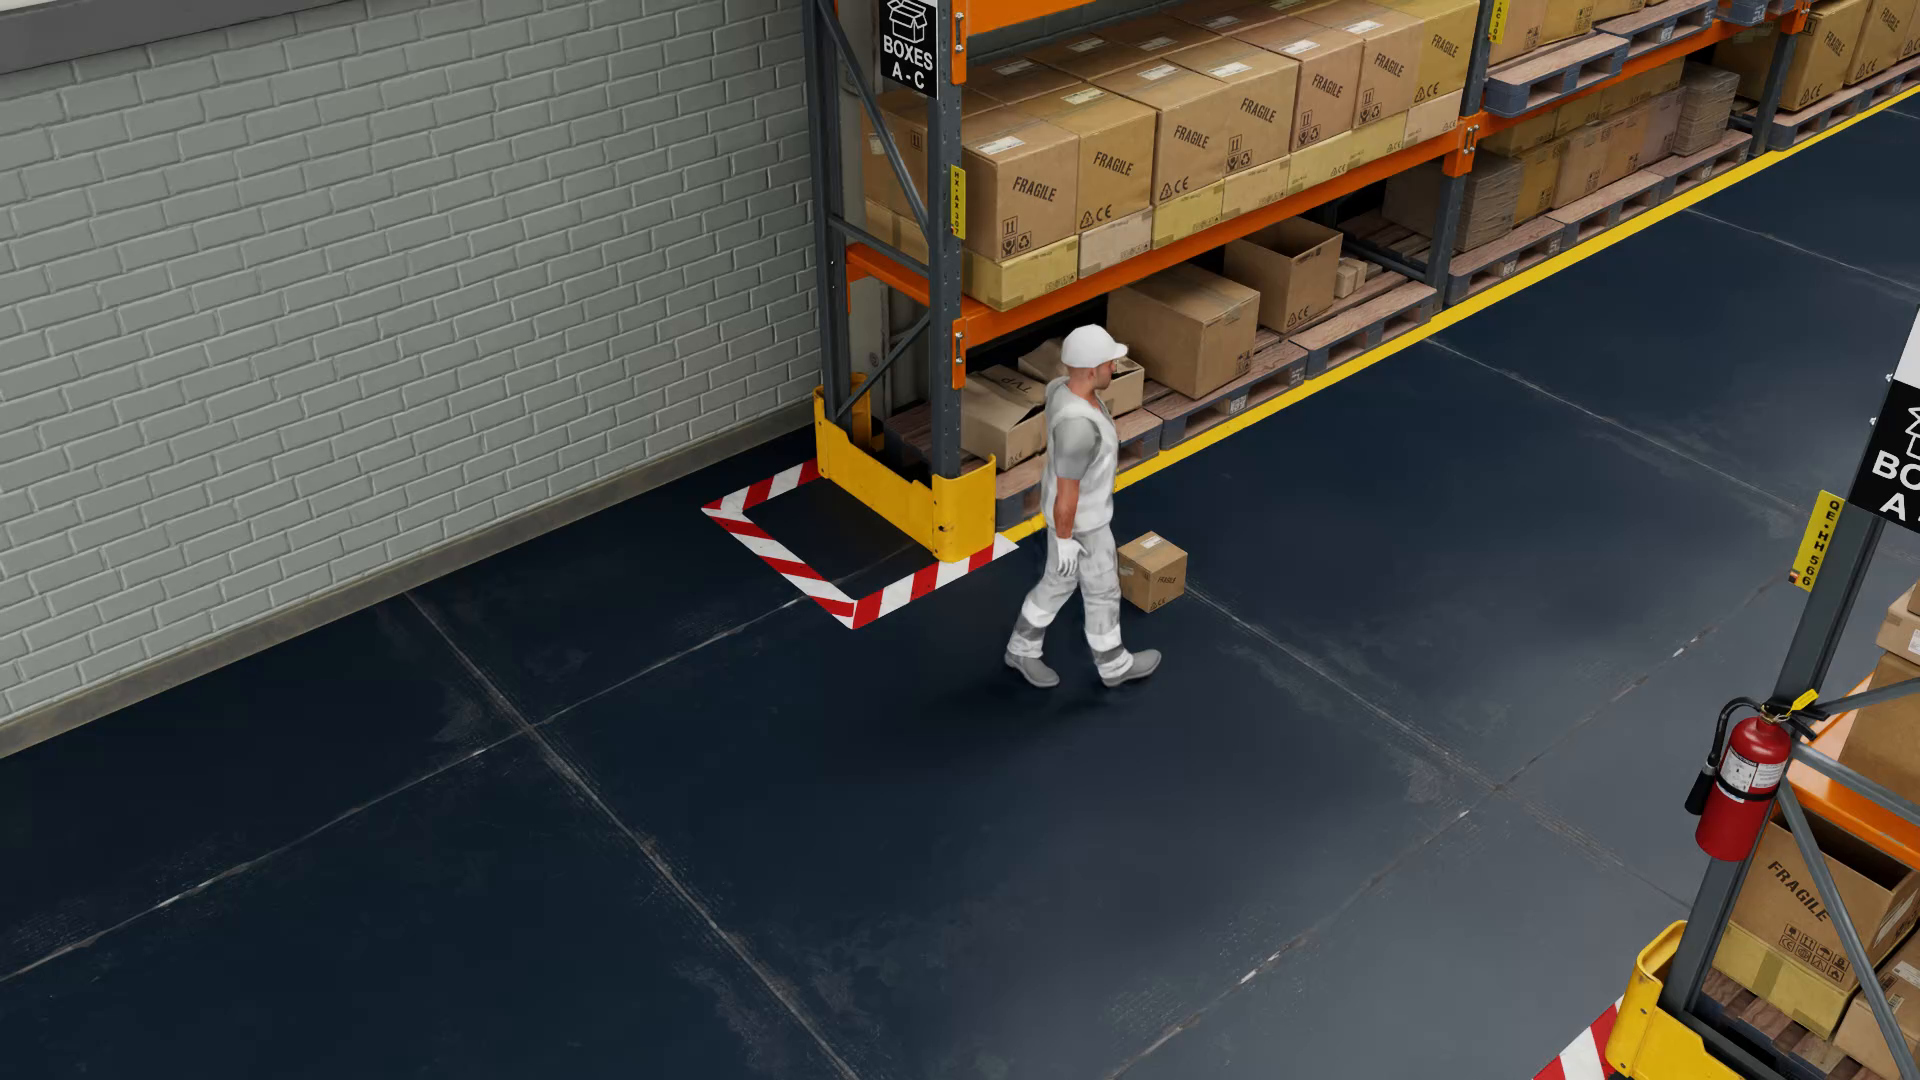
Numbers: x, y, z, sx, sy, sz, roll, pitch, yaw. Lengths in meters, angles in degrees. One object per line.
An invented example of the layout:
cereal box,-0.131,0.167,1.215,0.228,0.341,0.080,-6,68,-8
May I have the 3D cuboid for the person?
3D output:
person,0.567,-0.114,7.218,0.723,1.781,0.564,-1,36,-2
